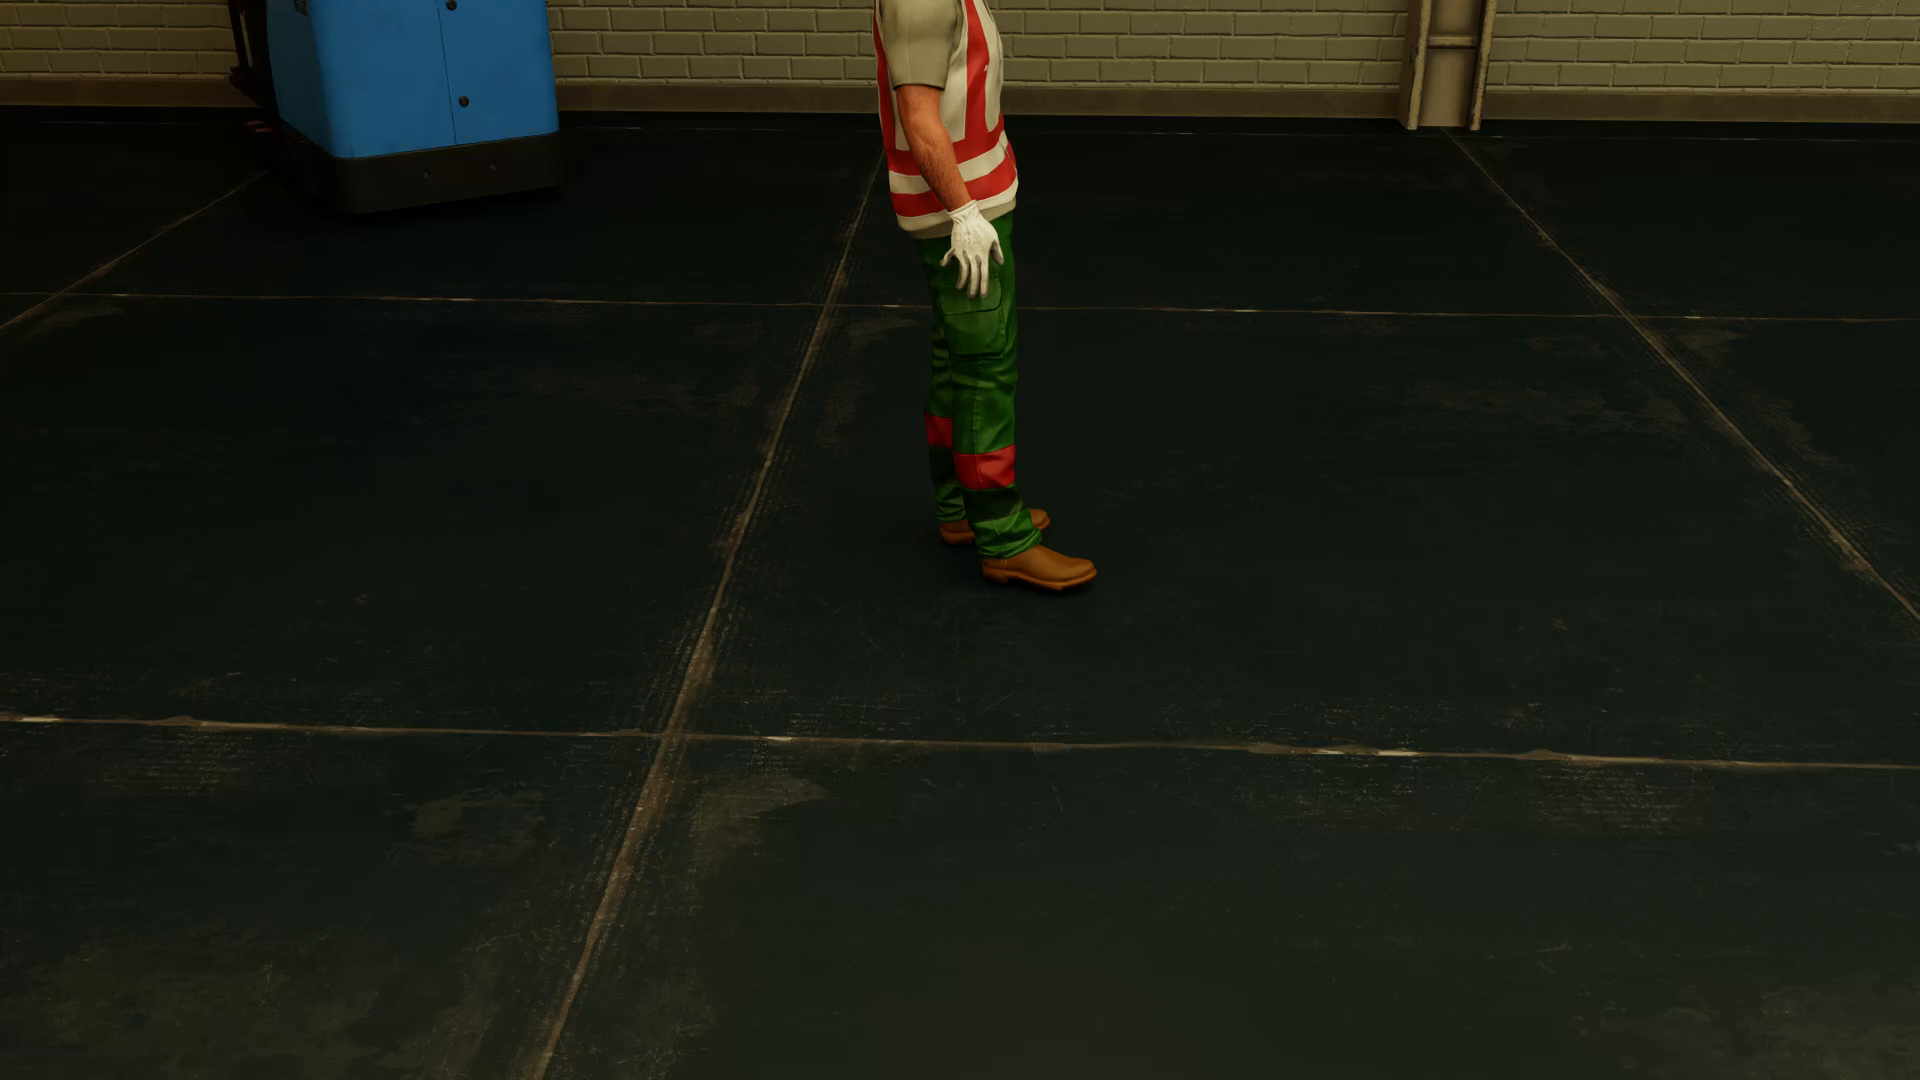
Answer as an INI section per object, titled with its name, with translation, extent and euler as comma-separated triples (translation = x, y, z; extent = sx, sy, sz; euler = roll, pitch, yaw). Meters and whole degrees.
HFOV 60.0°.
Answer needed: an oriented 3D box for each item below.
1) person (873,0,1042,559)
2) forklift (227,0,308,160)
[person]
translation = 0.011, -0.805, 4.111
extent = 0.419, 1.690, 0.637
euler = 1, 26, 2
[forklift]
translation = -3.045, -3.336, 7.972
extent = 1.121, 2.935, 3.031
euler = -16, 31, -29
